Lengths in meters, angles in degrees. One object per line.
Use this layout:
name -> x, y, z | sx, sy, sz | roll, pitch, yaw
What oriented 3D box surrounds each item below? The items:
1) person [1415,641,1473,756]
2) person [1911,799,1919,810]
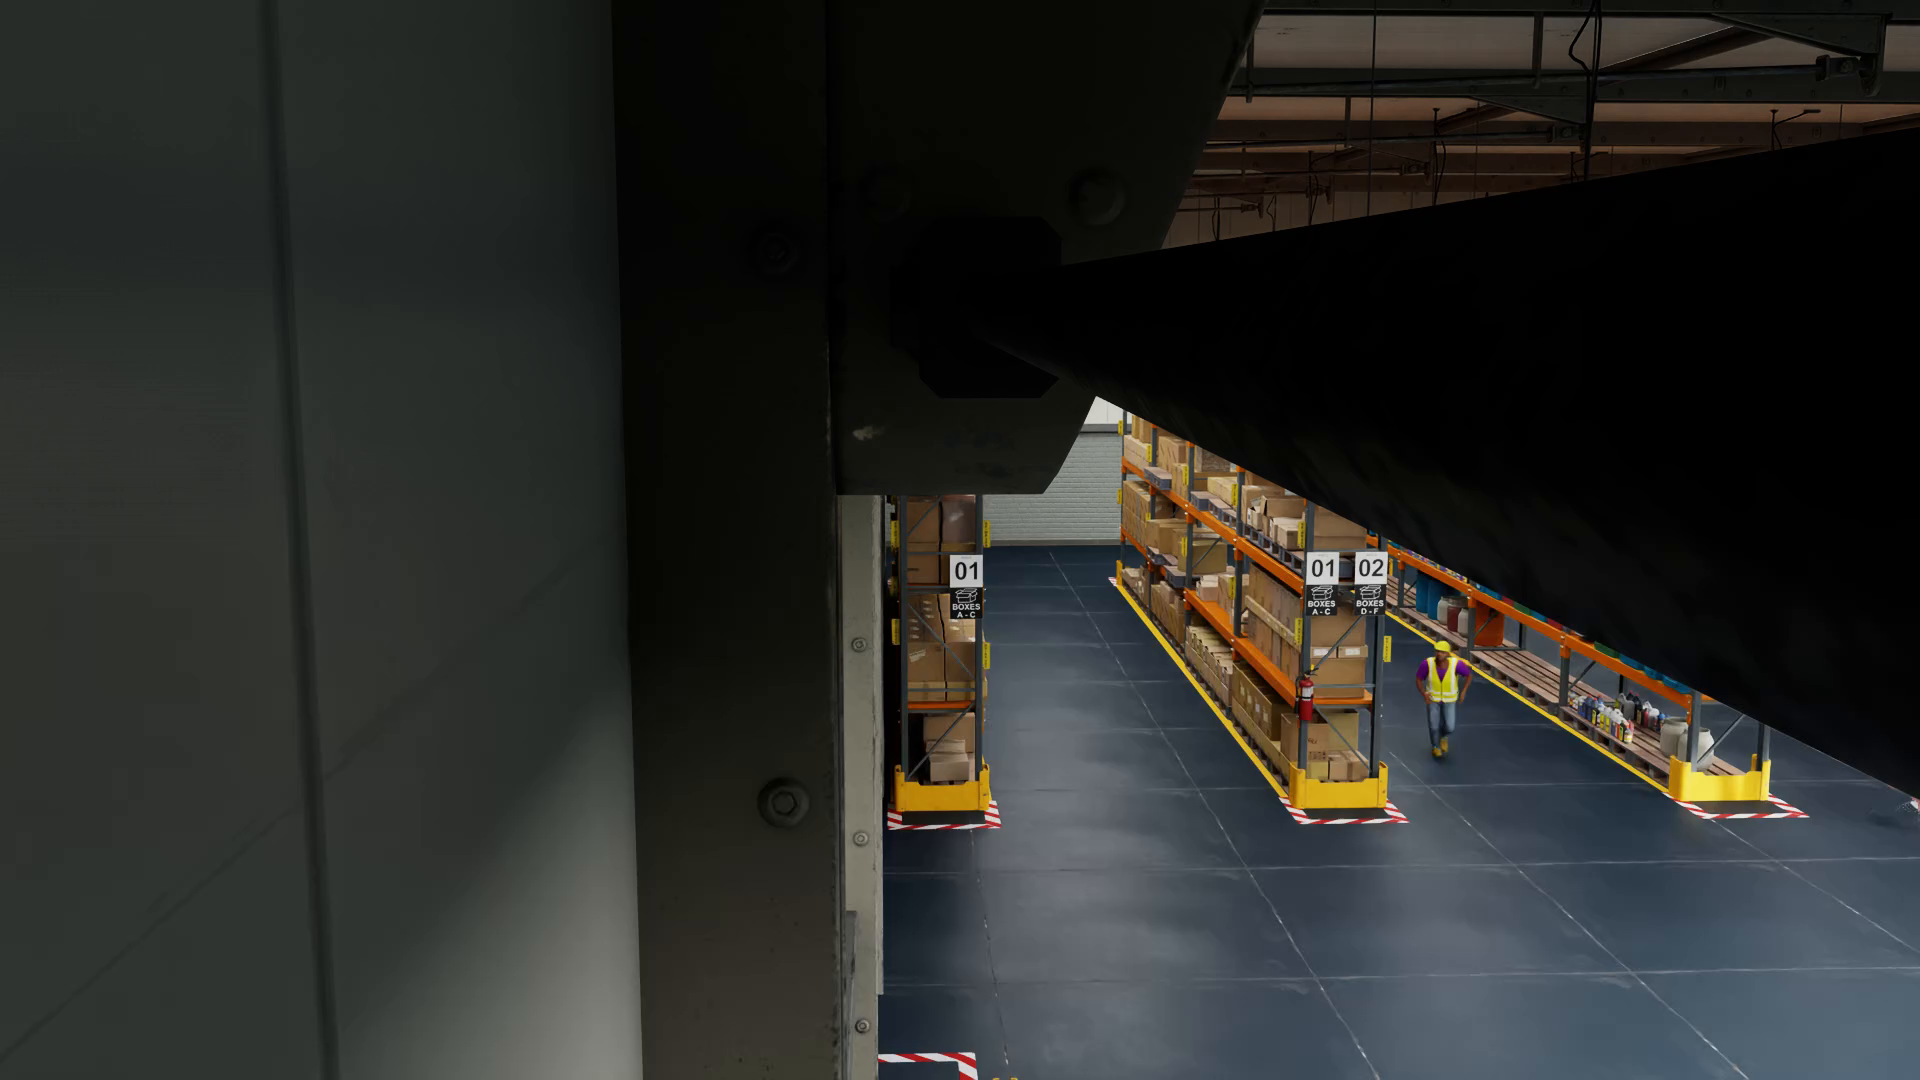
person -> 6.606, 2.166, 22.739 | 0.755, 1.671, 0.666 | 1, 9, 10
person -> 11.728, 2.651, 19.612 | 0.449, 1.622, 0.906 | -8, 12, -43
